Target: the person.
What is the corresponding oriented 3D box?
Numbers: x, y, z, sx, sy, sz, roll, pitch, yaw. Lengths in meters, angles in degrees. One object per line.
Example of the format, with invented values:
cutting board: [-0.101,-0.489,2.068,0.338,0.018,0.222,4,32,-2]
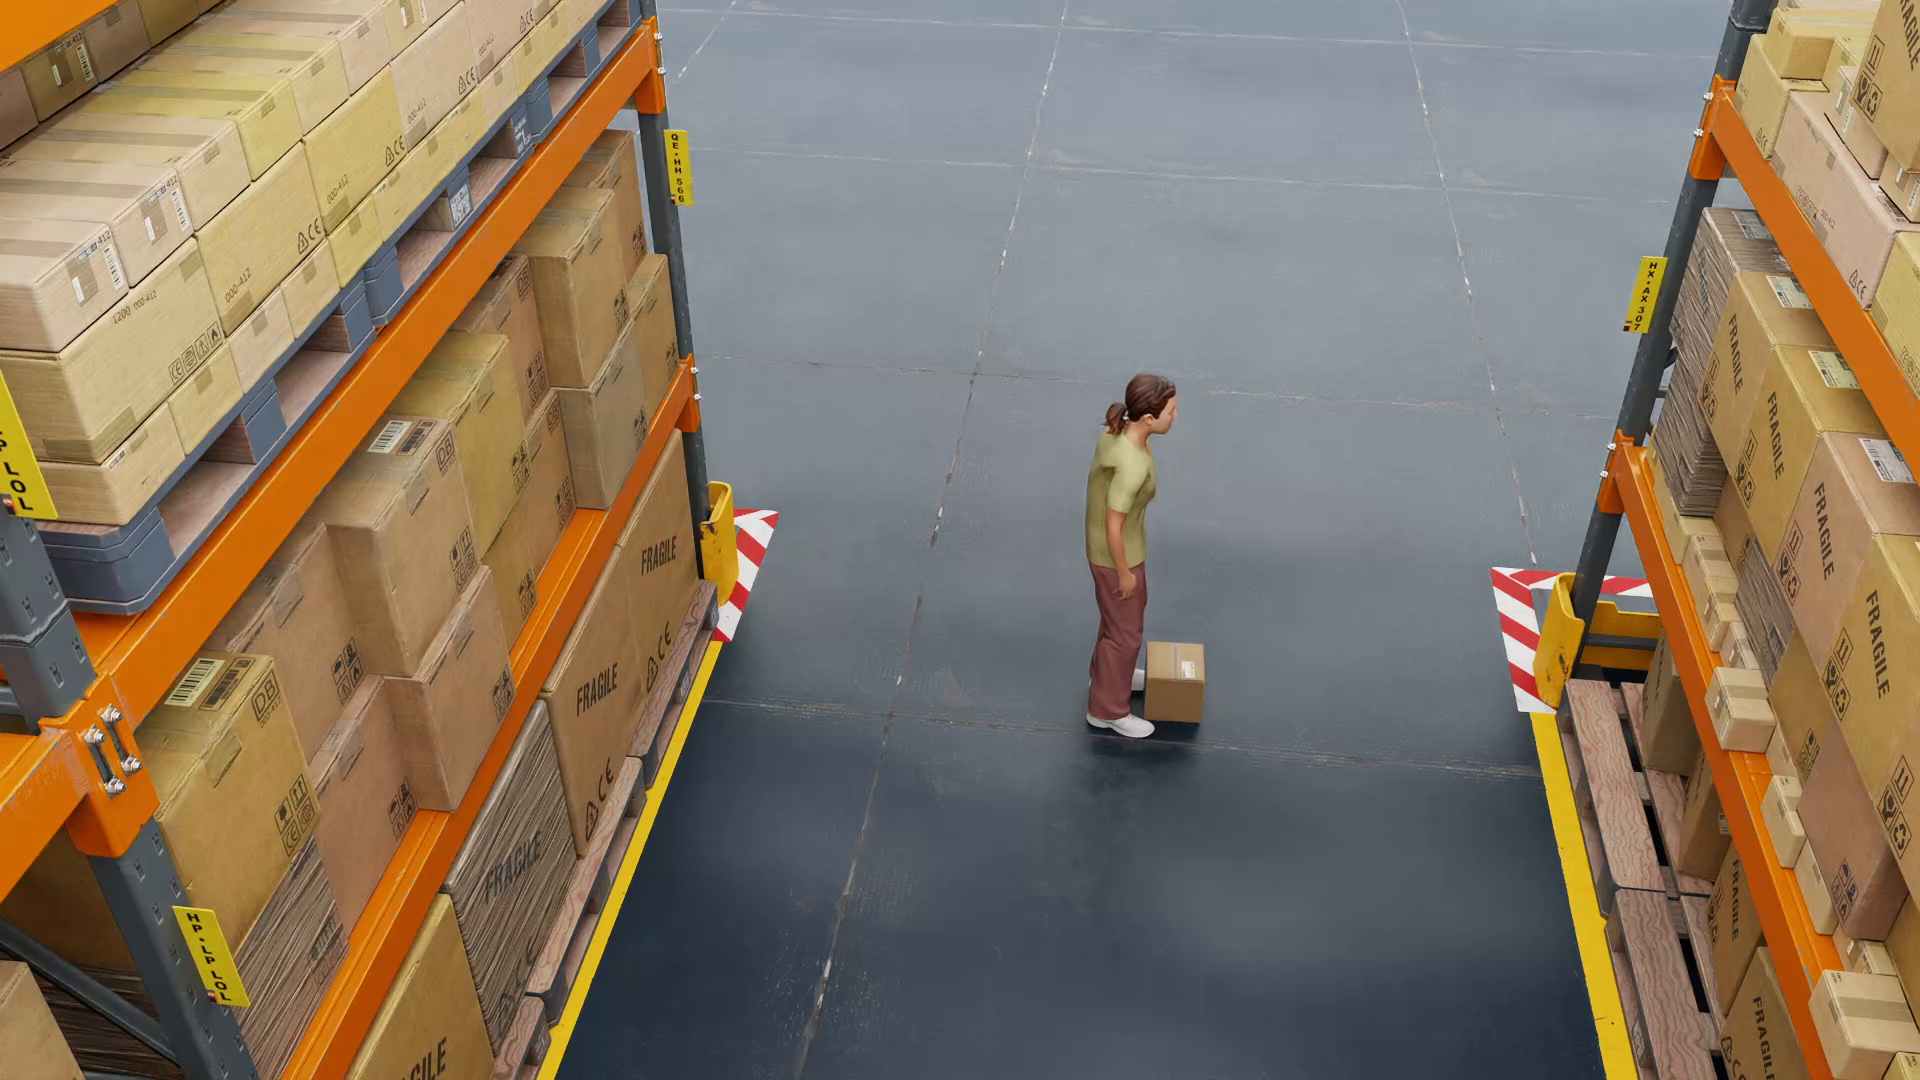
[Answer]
person: [0.701,0.045,6.980,0.369,1.671,0.509,3,36,3]
